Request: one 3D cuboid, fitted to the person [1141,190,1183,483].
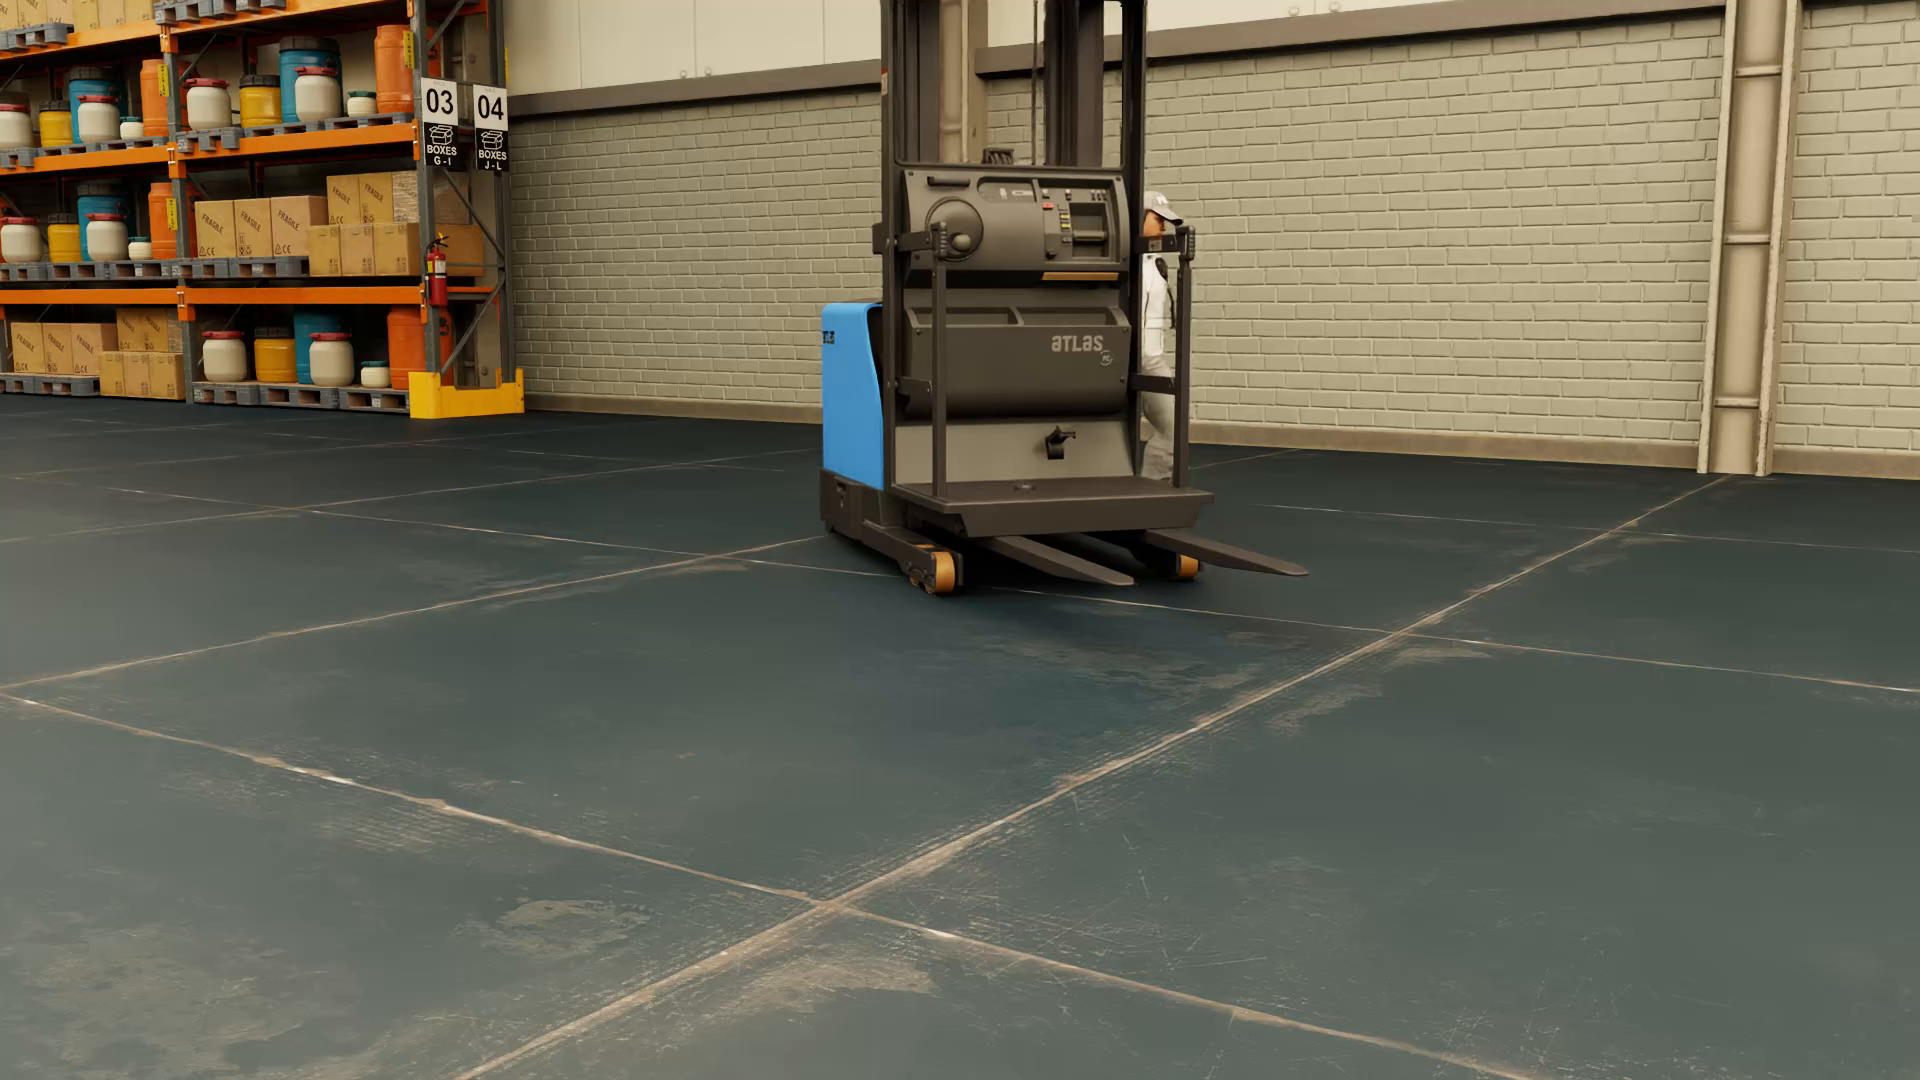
[{"bbox_3d":[0.792,-0.862,8.078,0.821,1.642,0.481,-6,10,-35],"label":"person"}]

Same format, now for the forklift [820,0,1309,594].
[{"bbox_3d":[0.304,-1.311,6.414,1.130,2.935,3.031,-3,9,-19],"label":"forklift"}]
